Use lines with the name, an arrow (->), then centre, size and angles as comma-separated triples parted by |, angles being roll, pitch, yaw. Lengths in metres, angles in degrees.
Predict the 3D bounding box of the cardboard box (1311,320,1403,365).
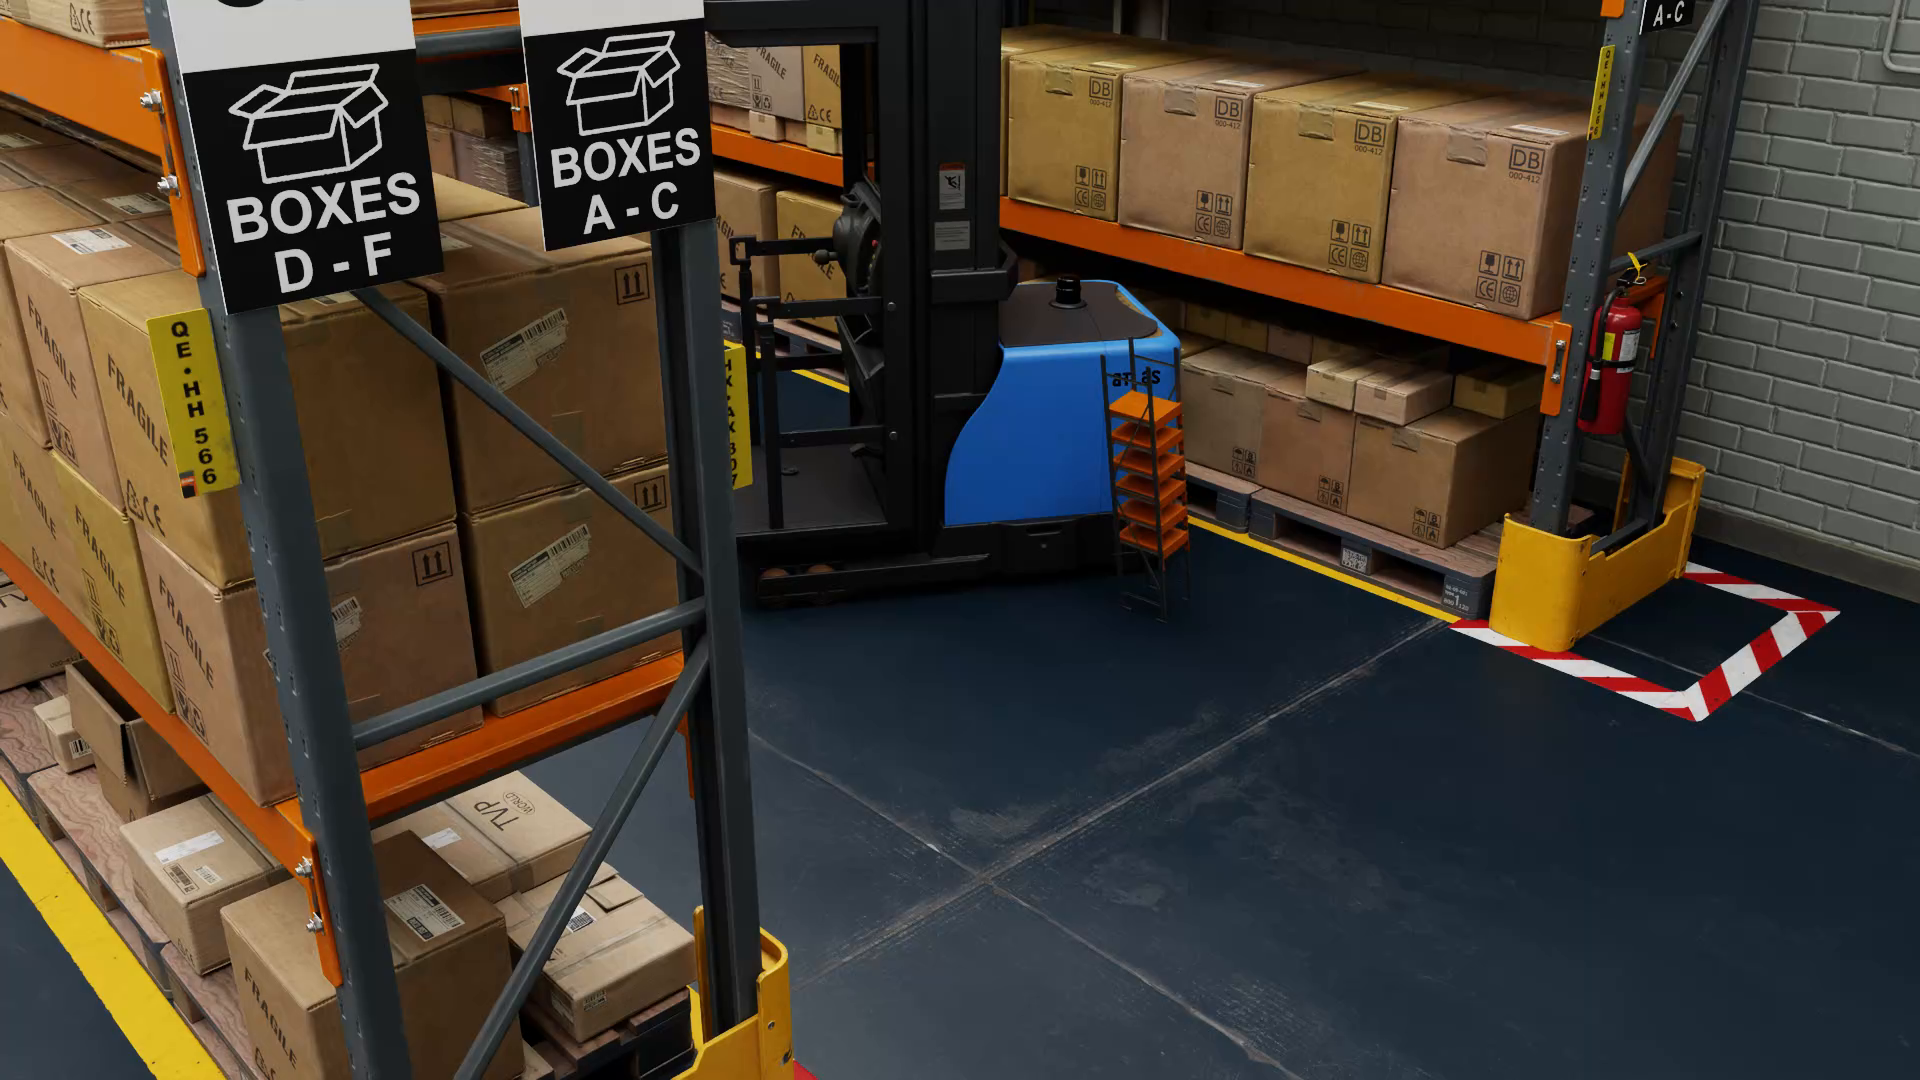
cardboard box -> 1.873, -0.901, 7.836 | 0.380, 0.149, 0.250 | -21, 32, -38

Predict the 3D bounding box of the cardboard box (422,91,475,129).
cardboard box -> -3.987, -3.497, 13.379 | 0.500, 0.250, 0.500 | -21, 32, -39

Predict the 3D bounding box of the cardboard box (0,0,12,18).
cardboard box -> -1.780, -1.246, 3.434 | 0.500, 0.250, 0.500 | -21, 32, -38

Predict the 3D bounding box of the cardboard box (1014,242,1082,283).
cardboard box -> 0.459, -1.526, 9.206 | 0.380, 0.149, 0.250 | -21, 32, -39

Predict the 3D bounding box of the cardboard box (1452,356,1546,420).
cardboard box -> 2.390, -0.672, 7.334 | 0.380, 0.149, 0.250 | -21, 32, -38

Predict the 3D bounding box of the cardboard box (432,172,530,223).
cardboard box -> -1.377, -0.580, 4.083 | 0.500, 0.500, 0.500 | -21, 32, -38

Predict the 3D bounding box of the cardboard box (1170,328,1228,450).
cardboard box -> 1.103, -0.821, 8.442 | 0.700, 0.500, 0.500 | -20, 31, -37

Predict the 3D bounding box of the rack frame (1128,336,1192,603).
rack frame -> 0.828, -0.272, 6.843 | 0.240, 1.200, 0.006 | 20, 42, 37

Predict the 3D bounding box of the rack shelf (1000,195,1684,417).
rack shelf -> 1.343, -1.399, 8.070 | 1.077, 0.370, 4.000 | -21, 32, -38

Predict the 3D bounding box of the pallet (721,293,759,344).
pallet -> -1.444, -1.646, 11.104 | 1.003, 0.211, 1.213 | -21, 32, -38

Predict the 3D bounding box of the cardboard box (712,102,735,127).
cardboard box -> -1.298, -2.647, 10.217 | 0.380, 0.149, 0.250 | -22, 33, -40

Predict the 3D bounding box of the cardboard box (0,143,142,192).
cardboard box -> -2.463, -0.736, 4.424 | 0.500, 0.500, 0.500 | -20, 31, -37

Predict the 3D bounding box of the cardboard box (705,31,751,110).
cardboard box -> -1.216, -2.897, 9.984 | 0.500, 0.500, 0.500 | -21, 32, -38

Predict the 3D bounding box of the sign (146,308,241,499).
sign -> -1.322, -0.234, 2.872 | 0.100, 0.325, 0.005 | -21, 32, -38

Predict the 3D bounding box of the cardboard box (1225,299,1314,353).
cardboard box -> 1.523, -1.056, 8.175 | 0.380, 0.149, 0.250 | -21, 32, -38

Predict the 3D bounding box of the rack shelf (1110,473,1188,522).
rack shelf -> 0.773, -0.192, 6.812 | 0.258, 0.103, 0.180 | 20, 42, 37

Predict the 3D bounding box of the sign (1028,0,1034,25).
sign -> 0.381, -2.920, 9.399 | 0.100, 0.325, 0.005 | -21, 32, -38

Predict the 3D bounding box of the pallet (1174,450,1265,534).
pallet -> 1.277, -0.442, 8.464 | 1.003, 0.211, 1.213 | -21, 32, -38

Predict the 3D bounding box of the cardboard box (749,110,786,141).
cardboard box -> -1.019, -2.474, 9.837 | 0.380, 0.149, 0.250 | -21, 32, -38

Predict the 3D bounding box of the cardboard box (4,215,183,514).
cardboard box -> -1.754, -0.424, 3.741 | 0.500, 0.500, 0.500 | -20, 31, -37

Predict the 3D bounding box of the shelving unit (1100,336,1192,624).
shelving unit -> 0.768, -0.230, 6.788 | 0.258, 1.200, 0.189 | 20, 42, 37

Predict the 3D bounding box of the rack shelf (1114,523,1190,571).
rack shelf -> 0.802, 0.010, 6.938 | 0.258, 0.103, 0.180 | 20, 42, 37

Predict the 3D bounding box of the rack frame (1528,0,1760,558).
rack frame -> 2.710, -1.121, 6.593 | 1.000, 3.000, 0.127 | -21, 32, -38

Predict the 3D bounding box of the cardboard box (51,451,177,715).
cardboard box -> -1.765, 0.026, 3.960 | 0.500, 0.500, 0.500 | -21, 32, -38

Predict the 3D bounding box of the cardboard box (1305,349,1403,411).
cardboard box -> 1.763, -0.718, 7.434 | 0.380, 0.149, 0.250 | -20, 31, -37

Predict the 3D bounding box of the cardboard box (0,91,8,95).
cardboard box -> -3.102, -1.347, 5.763 | 0.500, 0.500, 0.500 | -21, 32, -38

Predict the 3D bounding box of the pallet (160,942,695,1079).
pallet -> -1.500, 1.290, 4.668 | 1.003, 0.211, 1.213 | -21, 32, -38

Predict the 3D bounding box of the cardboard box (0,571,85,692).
cardboard box -> -3.508, 0.285, 6.220 | 0.500, 0.311, 0.500 | -21, 32, -38

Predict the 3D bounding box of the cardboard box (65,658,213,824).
cardboard box -> -2.349, 0.577, 5.349 | 0.797, 0.503, 0.637 | -21, 32, -38

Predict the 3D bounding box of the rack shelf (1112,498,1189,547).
rack shelf -> 0.788, -0.091, 6.875 | 0.258, 0.103, 0.180 | 20, 42, 37

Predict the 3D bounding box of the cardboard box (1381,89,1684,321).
cardboard box -> 2.355, -1.409, 6.863 | 0.980, 0.700, 0.700 | -20, 31, -36

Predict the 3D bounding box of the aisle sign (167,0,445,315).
aisle sign -> -1.080, -0.790, 2.734 | 0.394, 0.787, 0.004 | -21, 32, -38

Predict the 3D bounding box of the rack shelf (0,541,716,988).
rack shelf -> -2.270, 0.007, 4.987 | 1.077, 0.370, 4.000 | -21, 32, -38

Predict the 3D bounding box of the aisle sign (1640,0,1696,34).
aisle sign -> 2.541, -2.197, 5.819 | 0.394, 0.787, 0.004 | -21, 32, -38

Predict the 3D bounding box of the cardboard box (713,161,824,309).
cardboard box -> -1.172, -1.974, 10.547 | 0.750, 0.750, 0.750 | -20, 31, -37

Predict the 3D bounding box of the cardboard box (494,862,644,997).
cardboard box -> -1.109, 1.074, 4.664 | 0.380, 0.166, 0.250 | -21, 32, -38

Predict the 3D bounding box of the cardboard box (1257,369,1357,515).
cardboard box -> 1.817, -0.510, 7.759 | 0.700, 0.500, 0.500 | -21, 32, -39

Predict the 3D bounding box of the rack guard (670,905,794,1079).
rack guard -> -0.955, 1.400, 4.079 | 1.175, 0.500, 0.348 | -21, 32, -38

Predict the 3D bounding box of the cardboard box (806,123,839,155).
cardboard box -> -0.651, -2.319, 9.498 | 0.380, 0.149, 0.250 | -21, 32, -38

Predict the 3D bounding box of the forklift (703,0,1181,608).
forklift -> -0.613, -1.280, 7.025 | 3.031, 2.935, 1.130 | -5, 25, -11

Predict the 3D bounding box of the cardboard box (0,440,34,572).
cardboard box -> -2.446, -0.280, 4.629 | 0.500, 0.500, 0.500 | -22, 32, -39

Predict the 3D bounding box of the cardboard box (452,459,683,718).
cardboard box -> -1.014, 0.031, 3.948 | 0.500, 0.500, 0.500 | -20, 32, -37

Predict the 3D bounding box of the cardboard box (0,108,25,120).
cardboard box -> -3.167, -1.048, 5.108 | 0.500, 0.500, 0.500 | -22, 33, -40

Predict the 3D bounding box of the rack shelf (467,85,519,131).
rack shelf -> -4.124, -3.823, 13.383 | 1.077, 0.370, 4.000 | -21, 32, -38

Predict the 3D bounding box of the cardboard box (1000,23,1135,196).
cardboard box -> 0.335, -2.300, 8.816 | 0.980, 0.700, 0.700 | -21, 32, -38

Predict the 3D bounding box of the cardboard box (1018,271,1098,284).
cardboard box -> 0.514, -1.270, 8.645 | 0.380, 0.149, 0.250 | -20, 31, -37

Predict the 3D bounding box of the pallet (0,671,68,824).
pallet -> -3.168, 0.551, 6.288 | 1.003, 0.211, 1.213 | -21, 32, -38

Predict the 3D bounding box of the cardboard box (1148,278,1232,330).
cardboard box -> 1.173, -1.211, 8.514 | 0.380, 0.149, 0.250 | -21, 32, -38

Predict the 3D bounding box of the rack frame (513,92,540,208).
rack frame -> -2.757, -3.544, 11.906 | 1.000, 3.000, 0.127 | -21, 32, -38

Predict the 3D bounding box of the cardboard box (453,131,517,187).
cardboard box -> -3.555, -3.000, 13.193 | 0.700, 0.500, 0.500 | -21, 32, -39

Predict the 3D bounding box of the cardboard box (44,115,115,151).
cardboard box -> -2.406, -1.040, 5.090 | 0.500, 0.500, 0.500 | -21, 32, -38

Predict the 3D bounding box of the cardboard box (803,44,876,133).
cardboard box -> -0.523, -2.591, 9.312 | 0.500, 0.500, 0.500 | -22, 32, -39

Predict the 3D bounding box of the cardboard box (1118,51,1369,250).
cardboard box -> 1.335, -1.860, 7.851 | 0.700, 0.700, 0.980 | 22, 32, 39

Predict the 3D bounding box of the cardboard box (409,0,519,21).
cardboard box -> -1.068, -1.239, 3.418 | 0.500, 0.250, 0.500 | -21, 32, -38

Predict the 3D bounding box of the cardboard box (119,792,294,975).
cardboard box -> -2.082, 0.945, 4.847 | 0.500, 0.250, 0.500 | -21, 32, -38
